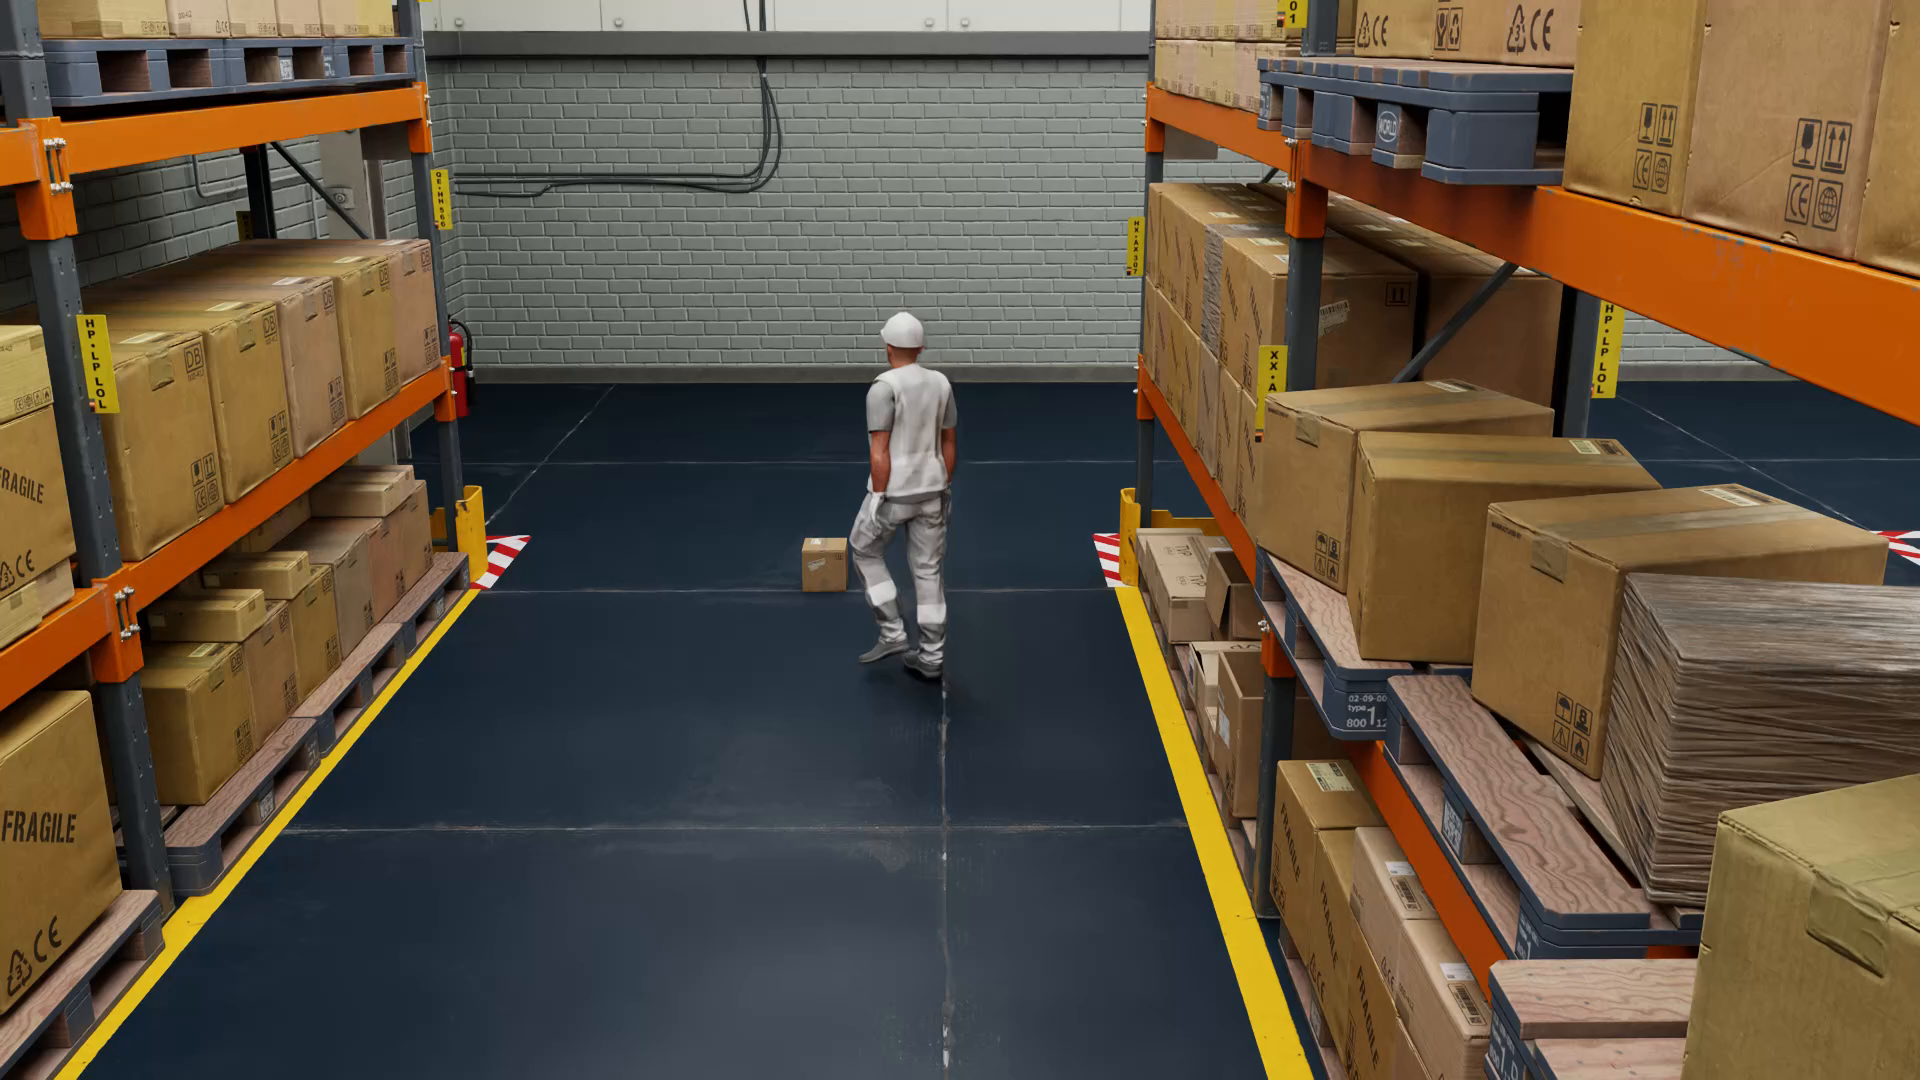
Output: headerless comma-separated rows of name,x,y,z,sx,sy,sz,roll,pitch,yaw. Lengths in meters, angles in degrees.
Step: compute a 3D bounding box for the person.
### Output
person,-0.253,-0.222,8.163,0.579,1.765,0.523,-11,20,-32
